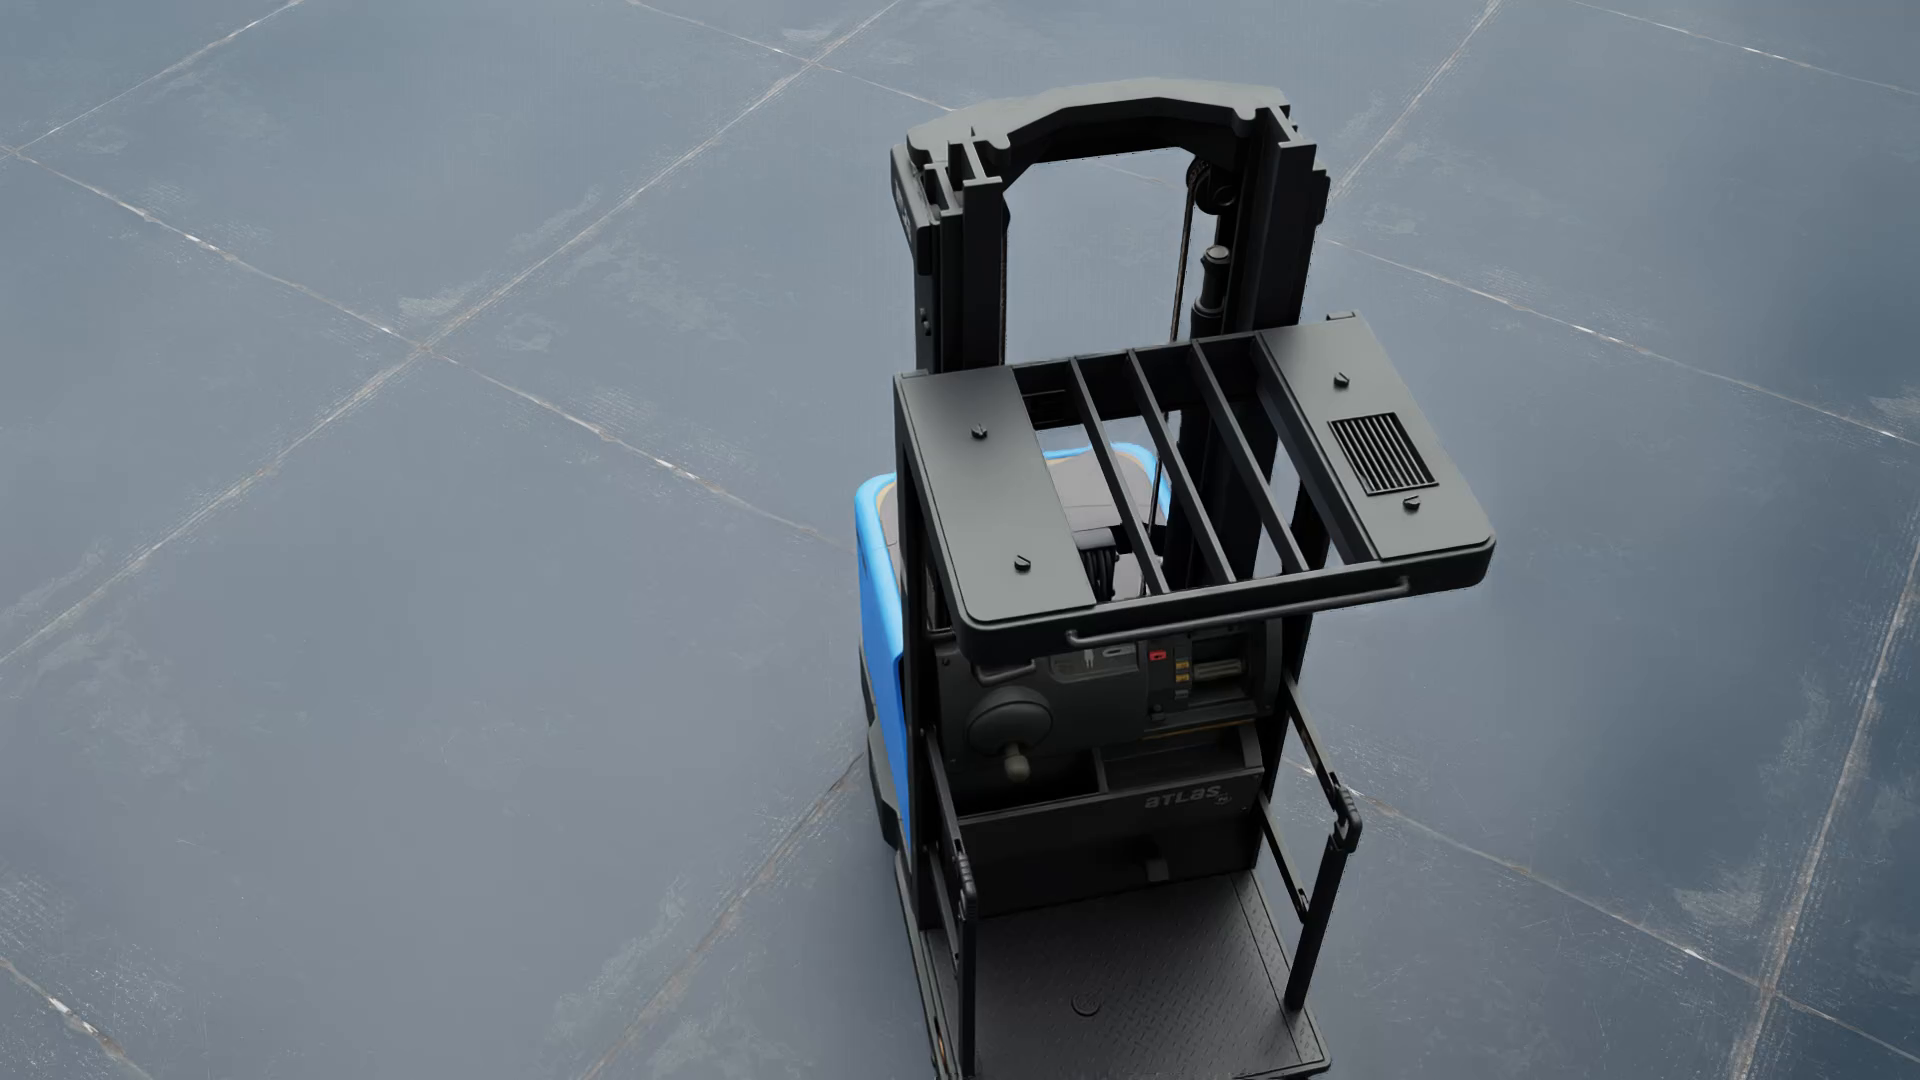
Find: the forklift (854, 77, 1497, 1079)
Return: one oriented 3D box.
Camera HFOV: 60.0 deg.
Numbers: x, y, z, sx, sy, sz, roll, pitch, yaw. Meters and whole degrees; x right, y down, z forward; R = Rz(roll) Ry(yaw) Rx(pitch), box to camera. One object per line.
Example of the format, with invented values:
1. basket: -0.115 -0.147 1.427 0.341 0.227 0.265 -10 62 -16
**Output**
1. forklift: 0.446 0.485 4.235 1.130 2.935 3.031 -9 46 -8
